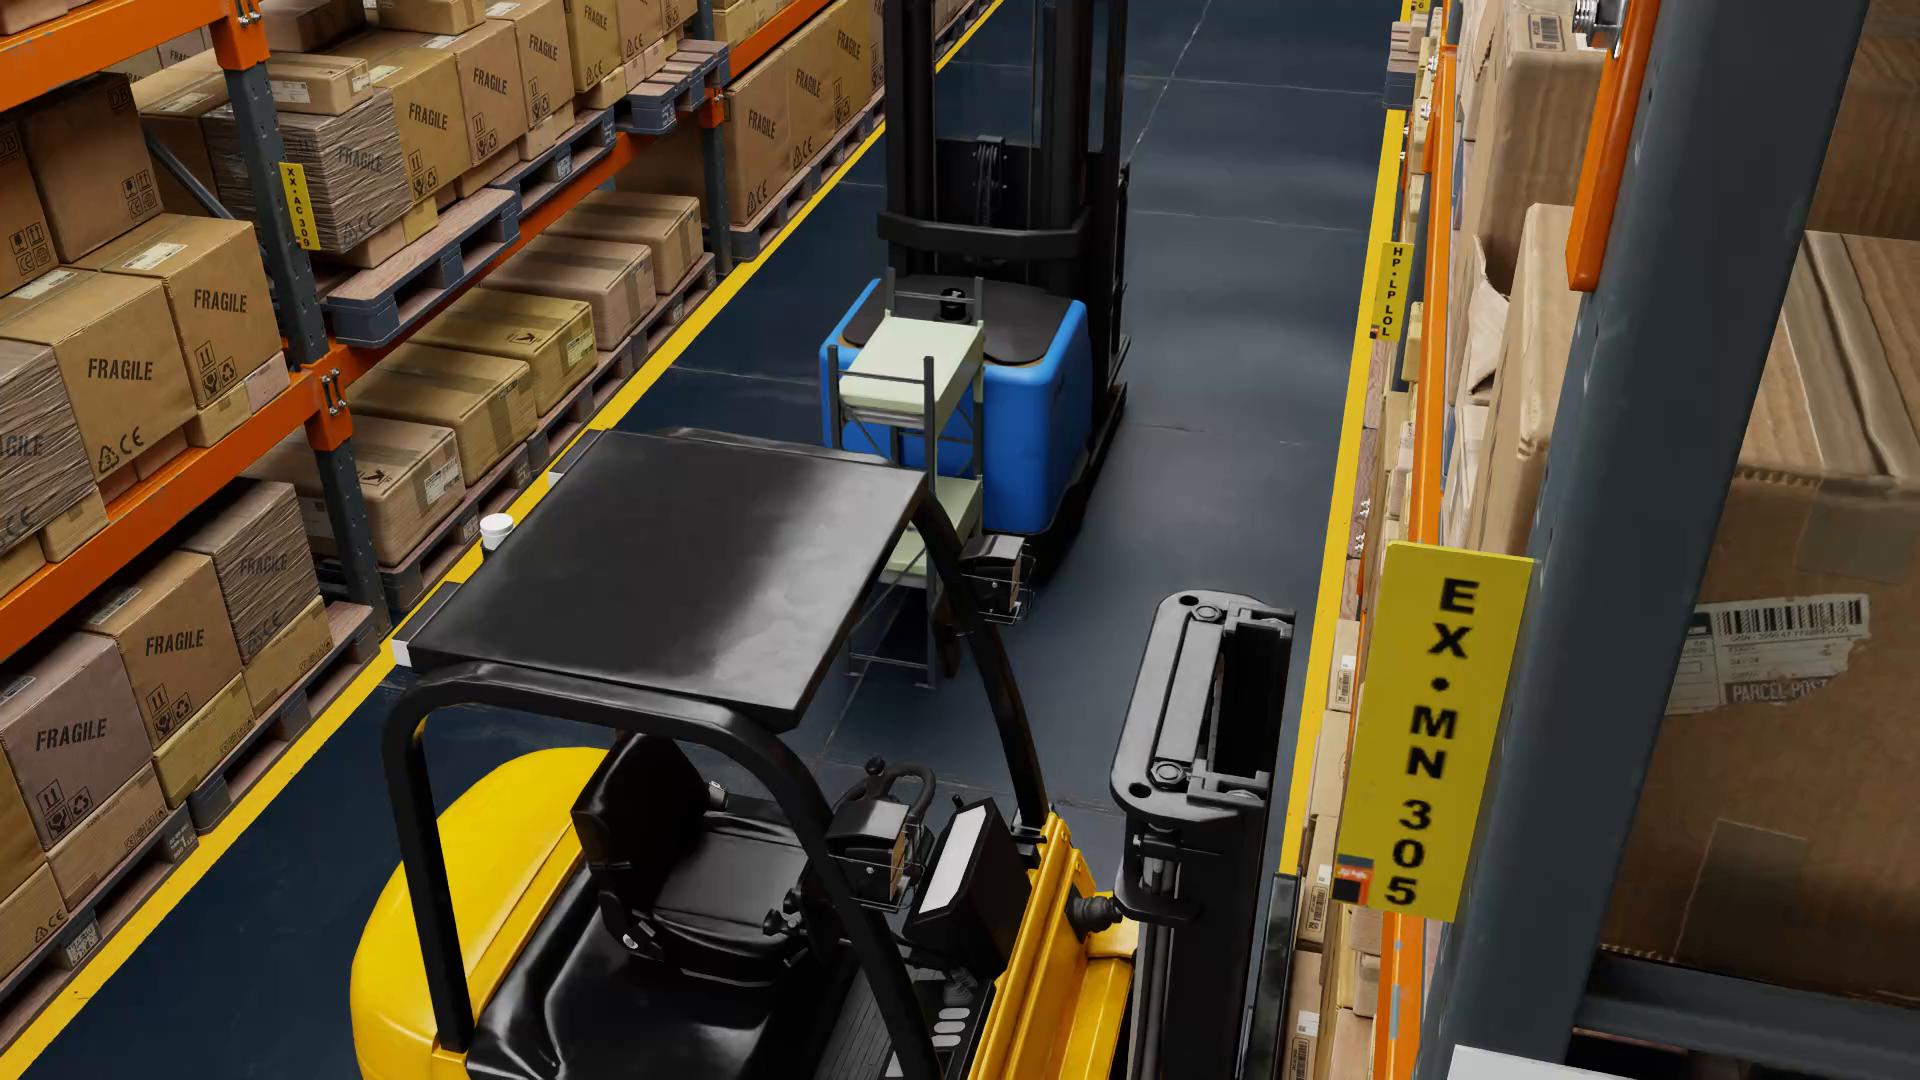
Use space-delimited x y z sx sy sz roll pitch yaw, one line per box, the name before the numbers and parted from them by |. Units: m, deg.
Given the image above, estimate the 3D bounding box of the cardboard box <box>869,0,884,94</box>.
cardboard box | -0.984 -4.017 12.862 0.875 0.875 0.875 9 34 14

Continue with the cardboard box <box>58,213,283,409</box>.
cardboard box | -2.806 -0.821 5.875 0.500 0.500 0.500 7 33 11

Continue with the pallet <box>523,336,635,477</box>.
pallet | -2.430 -0.780 8.780 1.003 0.211 1.213 8 33 12

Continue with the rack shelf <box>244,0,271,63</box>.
rack shelf | -2.426 -2.918 7.418 1.077 0.370 4.000 8 33 12

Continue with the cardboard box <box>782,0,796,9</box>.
cardboard box | -1.299 -3.690 10.898 0.500 0.250 0.500 9 34 14

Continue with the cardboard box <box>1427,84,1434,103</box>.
cardboard box | 2.200 -1.839 7.149 0.380 0.149 0.250 9 33 13

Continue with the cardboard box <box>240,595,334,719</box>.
cardboard box | -2.824 0.409 6.482 0.500 0.250 0.500 10 34 15

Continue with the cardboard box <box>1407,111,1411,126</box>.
cardboard box | 3.558 -3.297 12.079 0.500 0.500 0.500 9 34 14

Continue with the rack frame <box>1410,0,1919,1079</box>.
rack frame | 0.850 -0.700 0.464 0.949 2.616 0.053 8 33 12

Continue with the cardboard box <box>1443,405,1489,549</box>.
cardboard box | 0.770 -0.019 1.937 0.380 0.149 0.250 7 33 11

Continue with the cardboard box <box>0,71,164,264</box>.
cardboard box | -3.255 -1.308 5.710 0.700 0.500 0.500 8 33 12

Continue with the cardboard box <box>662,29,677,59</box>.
cardboard box | -1.772 -2.713 9.065 0.380 0.149 0.250 9 33 13

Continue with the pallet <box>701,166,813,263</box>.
pallet | -1.646 -2.215 11.038 1.003 0.211 1.213 8 33 12

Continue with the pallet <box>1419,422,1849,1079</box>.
pallet | 1.058 0.240 1.863 1.003 0.211 1.213 8 33 12

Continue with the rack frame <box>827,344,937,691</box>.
rack frame | -0.289 -0.051 6.432 0.400 1.500 0.023 8 33 13

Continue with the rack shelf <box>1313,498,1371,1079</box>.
rack shelf | 1.361 1.098 3.898 1.077 0.370 4.000 8 33 12

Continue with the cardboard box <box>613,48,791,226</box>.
cardboard box | -1.663 -2.621 10.666 0.875 0.875 0.875 8 33 12

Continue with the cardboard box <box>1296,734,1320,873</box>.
cardboard box | 1.425 0.945 5.638 0.500 0.250 0.500 8 33 13

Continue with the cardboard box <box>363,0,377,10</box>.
cardboard box | -2.645 -2.330 7.857 0.500 0.500 0.500 7 33 11

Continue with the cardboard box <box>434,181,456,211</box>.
cardboard box | -2.418 -1.518 7.185 0.380 0.149 0.250 10 34 15

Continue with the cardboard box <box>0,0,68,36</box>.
cardboard box | -2.910 -1.617 4.936 0.380 0.149 0.250 8 33 13

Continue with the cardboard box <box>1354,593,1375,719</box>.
cardboard box | 1.260 0.444 4.162 0.500 0.500 0.500 8 33 12

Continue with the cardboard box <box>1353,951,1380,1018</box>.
cardboard box | 0.927 0.763 3.056 0.380 0.149 0.250 7 33 11

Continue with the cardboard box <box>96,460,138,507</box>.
cardboard box | -2.995 -0.221 5.536 0.380 0.149 0.250 8 33 12

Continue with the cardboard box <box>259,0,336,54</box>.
cardboard box | -2.873 -2.166 6.995 0.380 0.149 0.250 7 33 11

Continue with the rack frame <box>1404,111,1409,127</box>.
rack frame | 3.899 -4.395 11.868 1.000 3.000 0.127 8 33 12

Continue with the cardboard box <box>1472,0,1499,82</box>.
cardboard box | 1.272 -0.776 2.798 0.797 0.503 0.637 9 34 14

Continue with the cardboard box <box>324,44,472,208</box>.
cardboard box | -2.411 -1.727 6.908 0.500 0.500 0.500 8 33 13

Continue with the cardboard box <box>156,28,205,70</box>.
cardboard box | -6.056 -3.598 12.552 0.500 0.500 0.500 7 33 11

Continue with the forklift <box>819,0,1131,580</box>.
forklift | 0.257 -1.842 7.915 1.130 2.935 3.031 8 33 13

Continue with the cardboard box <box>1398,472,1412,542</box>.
cardboard box | 1.261 -0.021 4.011 0.380 0.149 0.250 8 33 12

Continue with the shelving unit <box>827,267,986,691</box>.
shelving unit | -0.195 -0.241 6.730 0.431 1.500 0.755 8 33 13

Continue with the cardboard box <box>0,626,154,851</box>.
cardboard box | -3.080 0.622 5.449 0.500 0.500 0.500 10 34 15

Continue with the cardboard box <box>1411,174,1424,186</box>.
cardboard box | 2.005 -1.213 6.537 0.500 0.250 0.500 9 33 13

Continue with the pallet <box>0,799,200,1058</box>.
pallet | -3.378 1.248 5.591 1.003 0.211 1.213 8 33 12

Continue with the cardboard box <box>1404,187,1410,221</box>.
cardboard box | 2.278 -1.531 7.501 0.500 0.250 0.500 7 33 11

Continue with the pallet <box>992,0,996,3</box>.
pallet | -0.016 -5.542 16.271 1.003 0.211 1.213 8 33 12

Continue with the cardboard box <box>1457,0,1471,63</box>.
cardboard box | 1.422 -1.293 3.790 0.500 0.311 0.500 9 33 13

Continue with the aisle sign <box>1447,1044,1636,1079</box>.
aisle sign | 0.553 0.729 1.384 0.394 0.787 0.004 8 33 12

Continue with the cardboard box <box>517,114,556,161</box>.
cardboard box | -2.130 -1.905 7.794 0.380 0.149 0.250 9 34 14

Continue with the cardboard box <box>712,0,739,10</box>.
cardboard box | -1.551 -3.370 9.929 0.500 0.250 0.500 8 33 12

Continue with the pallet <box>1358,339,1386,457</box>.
pallet | 2.637 -0.721 8.687 1.003 0.211 1.213 8 33 12

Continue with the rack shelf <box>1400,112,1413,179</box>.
rack shelf | 3.391 -3.054 10.428 1.077 0.370 4.000 8 33 12

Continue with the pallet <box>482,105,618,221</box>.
pallet | -2.381 -1.880 8.089 1.003 0.211 1.213 8 33 12

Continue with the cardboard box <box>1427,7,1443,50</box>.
cardboard box | 2.518 -2.510 8.205 0.380 0.149 0.250 9 34 14

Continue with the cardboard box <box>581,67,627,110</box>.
cardboard box | -1.921 -2.302 8.418 0.380 0.149 0.250 9 33 13

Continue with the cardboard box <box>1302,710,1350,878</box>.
cardboard box | 1.303 0.790 4.951 0.500 0.250 0.500 8 33 12

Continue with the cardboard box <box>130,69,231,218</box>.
cardboard box | -3.039 -1.533 6.604 0.500 0.500 0.500 7 33 11

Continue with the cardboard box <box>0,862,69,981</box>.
cardboard box | -3.214 1.212 5.220 0.500 0.250 0.500 10 34 16

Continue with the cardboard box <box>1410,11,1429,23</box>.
cardboard box | 2.838 -3.025 9.461 0.500 0.250 0.500 6 33 10

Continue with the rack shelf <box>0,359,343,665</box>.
rack shelf | -3.441 0.424 4.958 1.077 0.370 4.000 8 33 12

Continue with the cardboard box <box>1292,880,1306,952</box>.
cardboard box | 1.182 1.258 4.680 0.500 0.250 0.500 8 33 12

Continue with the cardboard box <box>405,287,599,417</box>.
cardboard box | -2.449 -0.993 8.574 0.950 0.372 0.625 9 34 14

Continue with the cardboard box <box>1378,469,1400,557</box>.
cardboard box | 1.295 -0.039 4.317 0.380 0.149 0.250 9 33 13

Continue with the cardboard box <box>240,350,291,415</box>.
cardboard box | -2.720 -0.603 6.137 0.380 0.149 0.250 8 33 12

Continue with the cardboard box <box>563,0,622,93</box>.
cardboard box | -2.013 -2.533 8.176 0.500 0.500 0.500 6 33 9

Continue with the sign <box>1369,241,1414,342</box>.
sign | 1.341 -0.768 5.156 0.100 0.325 0.005 8 33 12

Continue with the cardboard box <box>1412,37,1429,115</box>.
cardboard box | 2.510 -2.274 8.204 0.500 0.250 0.500 8 33 12

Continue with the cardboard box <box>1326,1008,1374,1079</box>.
cardboard box | 0.865 1.231 2.925 0.500 0.500 0.500 9 34 14
